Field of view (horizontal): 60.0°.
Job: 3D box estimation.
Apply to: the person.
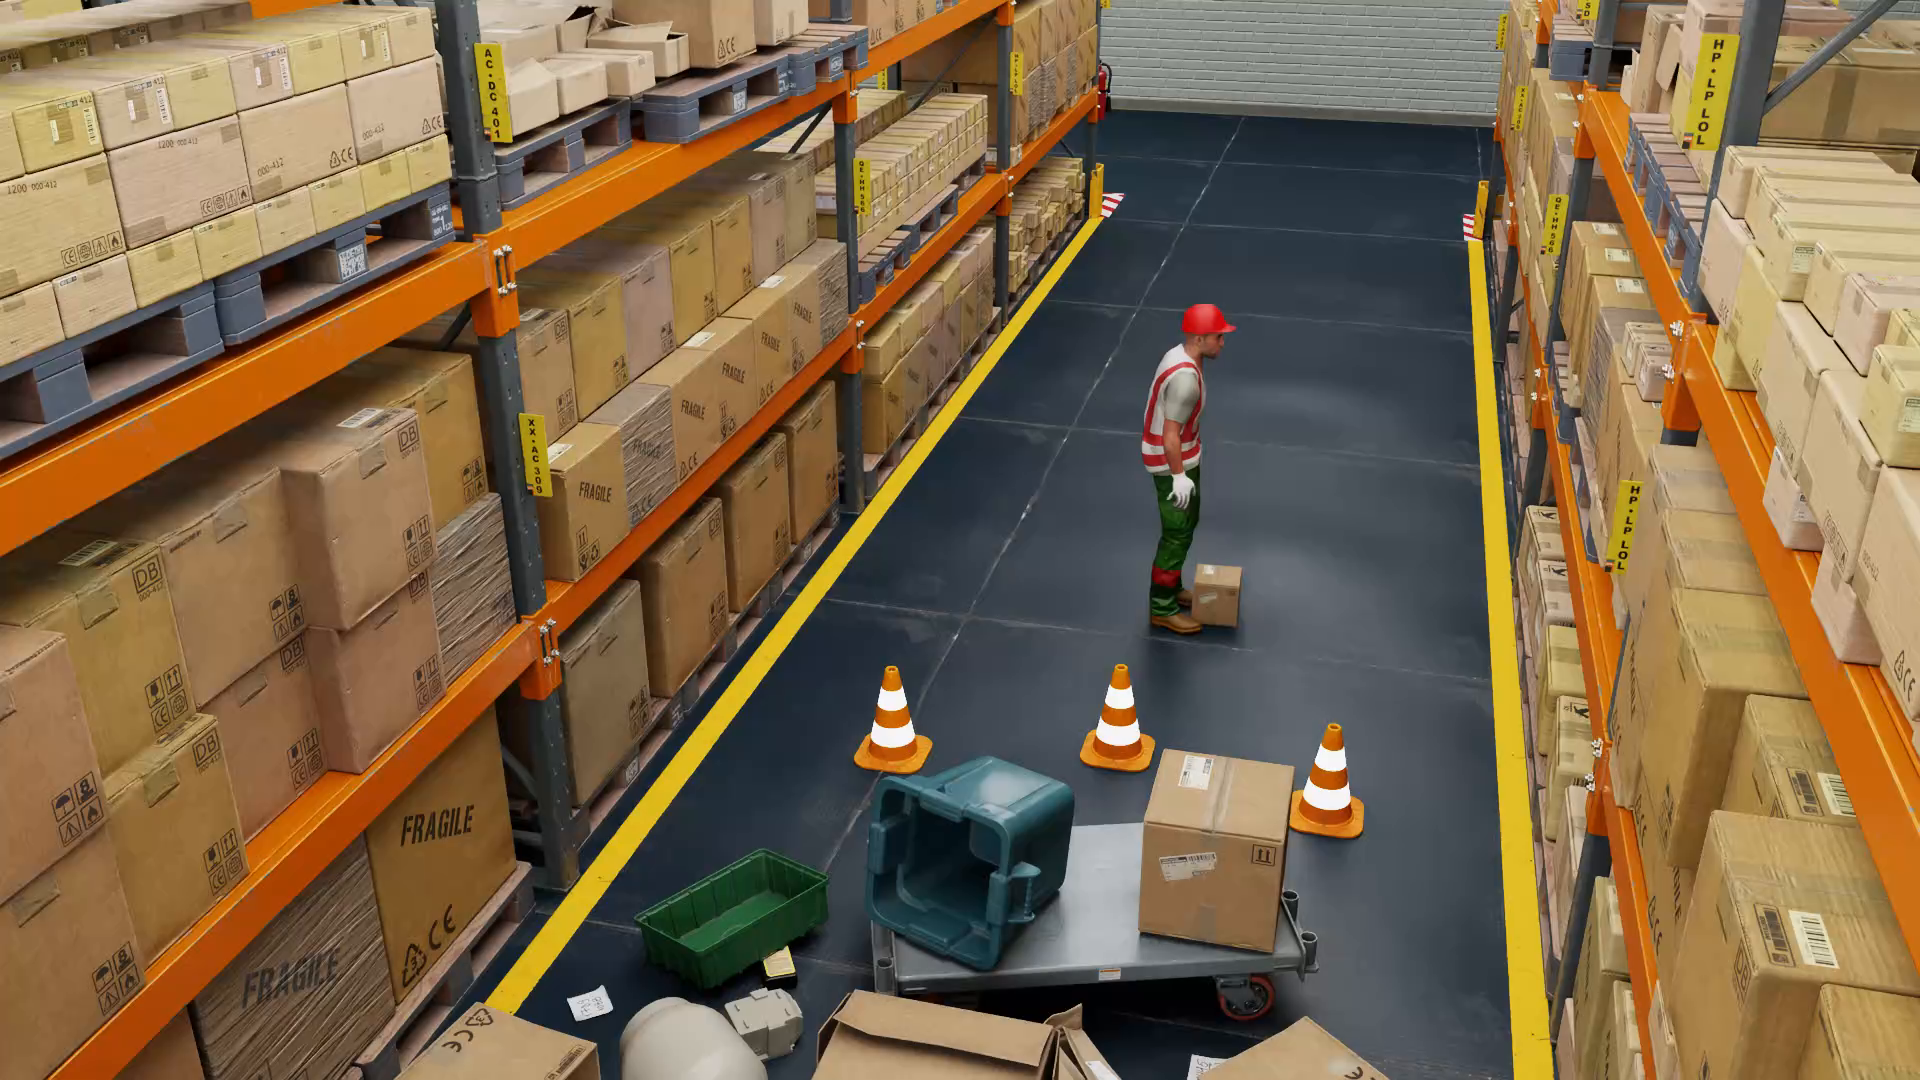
[{"bbox_3d":[1.203,-0.406,8.960,0.452,1.777,0.610,5,26,10],"label":"person"}]
